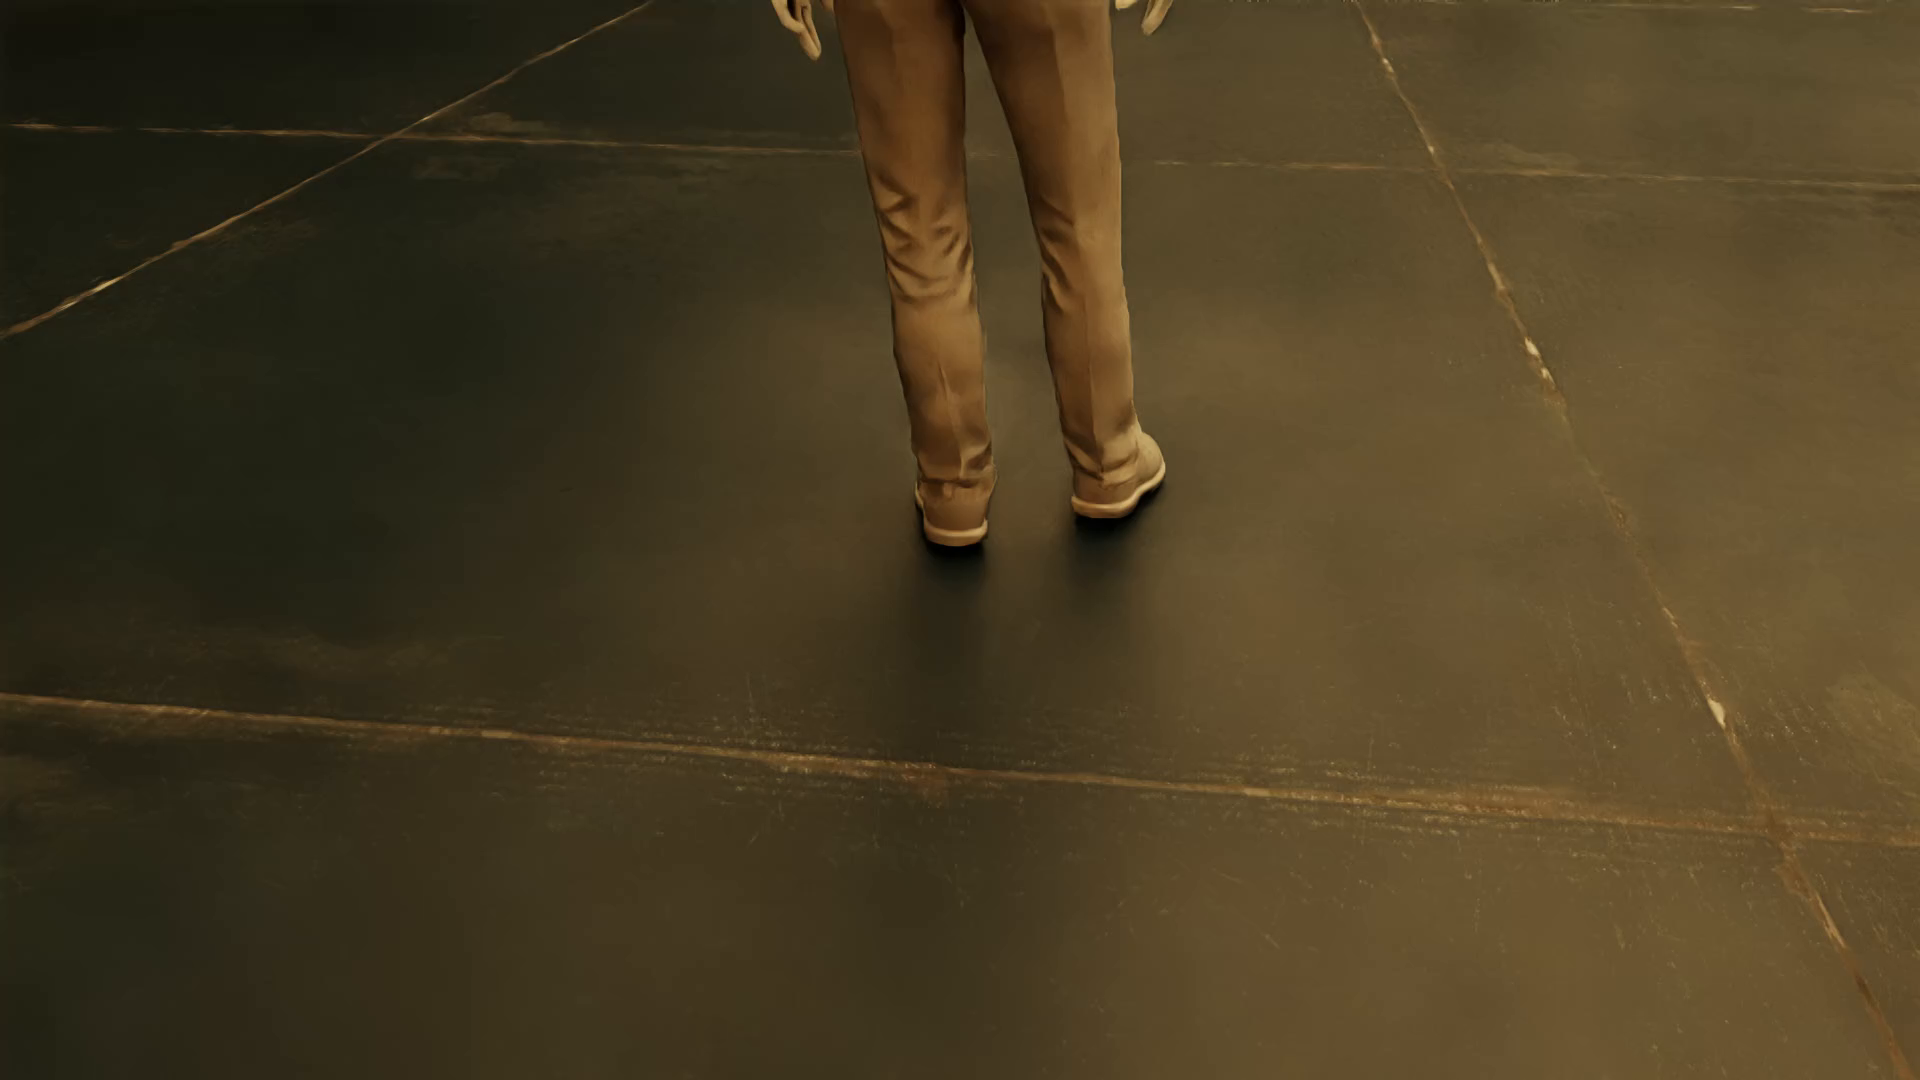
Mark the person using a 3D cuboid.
[{"bbox_3d":[0.027,-0.776,2.203,0.568,1.640,0.500,3,27,7],"label":"person"}]
